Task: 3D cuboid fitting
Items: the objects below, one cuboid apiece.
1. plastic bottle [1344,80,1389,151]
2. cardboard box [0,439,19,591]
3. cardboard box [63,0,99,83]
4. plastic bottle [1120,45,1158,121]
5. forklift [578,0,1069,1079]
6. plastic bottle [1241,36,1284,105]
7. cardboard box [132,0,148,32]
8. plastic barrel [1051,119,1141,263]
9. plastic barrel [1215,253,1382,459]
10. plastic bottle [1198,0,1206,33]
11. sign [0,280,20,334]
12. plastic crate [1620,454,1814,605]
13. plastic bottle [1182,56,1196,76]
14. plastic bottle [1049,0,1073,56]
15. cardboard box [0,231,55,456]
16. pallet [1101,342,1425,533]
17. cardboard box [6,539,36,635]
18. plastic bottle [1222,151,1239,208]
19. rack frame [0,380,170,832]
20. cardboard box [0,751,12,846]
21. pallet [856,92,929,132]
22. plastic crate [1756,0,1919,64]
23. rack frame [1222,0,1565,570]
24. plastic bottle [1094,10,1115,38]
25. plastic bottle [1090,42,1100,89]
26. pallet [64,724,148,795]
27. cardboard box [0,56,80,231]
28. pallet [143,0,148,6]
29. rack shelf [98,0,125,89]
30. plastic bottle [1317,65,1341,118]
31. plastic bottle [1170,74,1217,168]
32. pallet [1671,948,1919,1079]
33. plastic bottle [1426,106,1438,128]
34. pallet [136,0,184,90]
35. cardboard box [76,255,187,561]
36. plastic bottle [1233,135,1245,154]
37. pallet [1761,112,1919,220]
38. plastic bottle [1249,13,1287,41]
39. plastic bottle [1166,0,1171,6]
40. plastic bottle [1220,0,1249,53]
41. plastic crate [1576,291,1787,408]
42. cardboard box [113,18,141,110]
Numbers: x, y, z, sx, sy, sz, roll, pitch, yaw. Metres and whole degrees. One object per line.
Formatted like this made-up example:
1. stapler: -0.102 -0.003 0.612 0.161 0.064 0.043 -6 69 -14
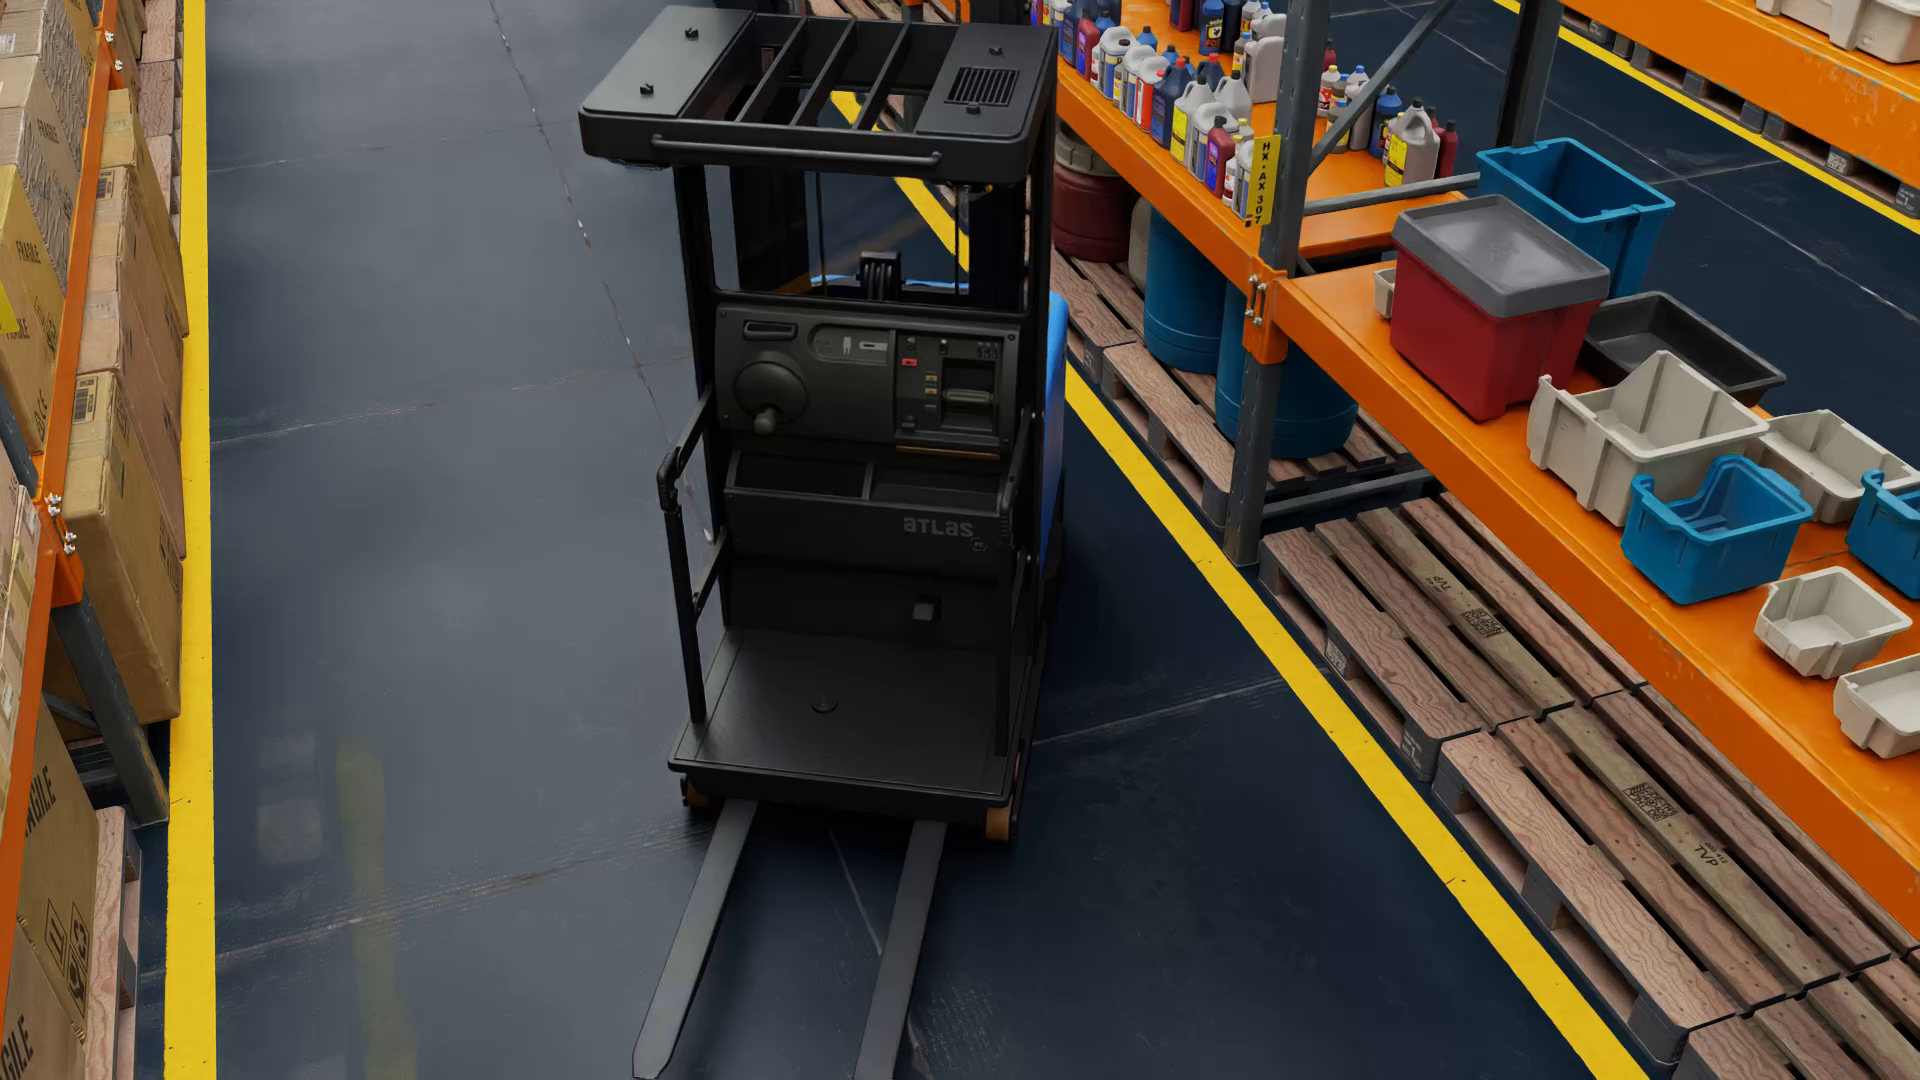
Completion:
1. plastic bottle: 1.616 -1.715 6.636 0.152 0.276 0.135 -12 39 -16
2. cardboard box: -2.709 -0.056 4.208 0.500 0.250 0.500 -13 39 -17
3. cardboard box: -4.081 -2.264 7.179 0.500 0.500 0.500 -11 38 -15
4. plastic bottle: 0.758 -1.891 6.870 0.152 0.276 0.135 -12 39 -16
5. forklift: -0.317 -0.418 4.869 1.130 2.935 3.031 5 37 7
6. plastic bottle: 1.280 -2.000 7.015 0.152 0.276 0.135 -12 39 -16
7. cardboard box: -5.669 -3.537 10.665 0.700 0.500 0.500 -15 40 -19
8. plastic barrel: 0.740 -1.771 8.263 0.600 0.588 0.708 -12 39 -16
9. plastic barrel: 1.372 -0.858 6.791 0.600 0.901 0.708 -12 39 -16
10. plastic bottle: 1.152 -2.452 7.609 0.061 0.283 0.133 -12 39 -16
11. sign: -2.587 -0.685 4.381 0.100 0.325 0.005 -12 39 -16
12. plastic crate: 1.972 -0.022 4.375 0.416 0.233 0.300 -12 39 -16
13. plastic bottle: 0.915 -1.849 6.819 0.097 0.271 0.097 0 37 0
14. plastic bottle: 0.489 -2.333 7.457 0.152 0.276 0.135 -12 39 -16
15. cardboard box: -3.031 -0.543 4.895 0.500 0.500 0.500 -12 39 -16
16. pallet: 1.317 -0.548 7.302 1.003 0.211 1.213 -12 39 -16
17. cardboard box: -2.606 0.159 4.255 0.380 0.149 0.250 -12 39 -15
18. plastic bottle: 1.038 -1.353 6.219 0.097 0.201 0.097 0 37 0
19. rack frame: -3.107 -0.192 4.511 1.000 3.000 0.127 -12 39 -16
20. cardboard box: -2.340 0.594 3.677 0.380 0.149 0.250 -12 39 -15
21. pallet: -0.064 -2.809 10.303 1.003 0.211 1.213 -12 39 -16
22. plastic crate: 1.976 -1.166 3.531 0.437 0.136 0.530 -12 39 -16
23. rack frame: 1.543 -1.217 5.873 1.000 3.000 0.127 -12 39 -16
24. plastic bottle: 0.624 -2.168 7.242 0.097 0.271 0.097 0 37 0
25. plastic bottle: 0.613 -2.052 7.146 0.097 0.201 0.097 0 37 0
26. pallet: -3.444 0.502 5.908 1.003 0.211 1.213 -12 39 -16
27. cardboard box: -3.559 -1.401 6.033 0.500 0.500 0.500 -12 39 -15
28. pallet: -6.125 -3.969 11.844 1.003 0.211 1.213 -12 39 -16
29. rack shelf: -5.172 -3.294 9.228 1.077 0.370 4.000 -12 39 -16
30. plastic bottle: 1.534 -1.866 6.899 0.097 0.201 0.097 0 37 0
31. plastic bottle: 0.920 -1.649 6.487 0.144 0.351 0.185 -12 39 -16
32. pallet: 2.672 1.682 4.341 1.003 0.211 1.213 -12 39 -16
33. plastic bottle: 1.772 -1.541 6.400 0.061 0.283 0.133 -12 39 -16
34. pallet: -5.591 -3.158 10.767 1.003 0.211 1.213 -12 39 -16
35. cardboard box: -3.655 -0.373 6.169 1.225 0.875 0.875 -14 39 -18
36. plastic bottle: 1.050 -1.441 6.336 0.097 0.201 0.097 0 37 0
37. pallet: 5.456 -2.269 9.587 1.003 0.211 1.213 -12 39 -16
38. plastic bottle: 1.343 -2.162 7.230 0.152 0.276 0.135 -12 39 -16
39. plastic bottle: 1.043 -2.673 7.971 0.097 0.201 0.097 0 37 0
40. plastic bottle: 1.225 -2.393 7.475 0.144 0.351 0.185 -12 39 -16
41. plastic crate: 2.180 -0.555 5.172 0.437 0.125 0.590 -12 39 -16
42. cardboard box: -5.138 -2.633 9.464 0.700 0.500 0.500 -9 38 -12
